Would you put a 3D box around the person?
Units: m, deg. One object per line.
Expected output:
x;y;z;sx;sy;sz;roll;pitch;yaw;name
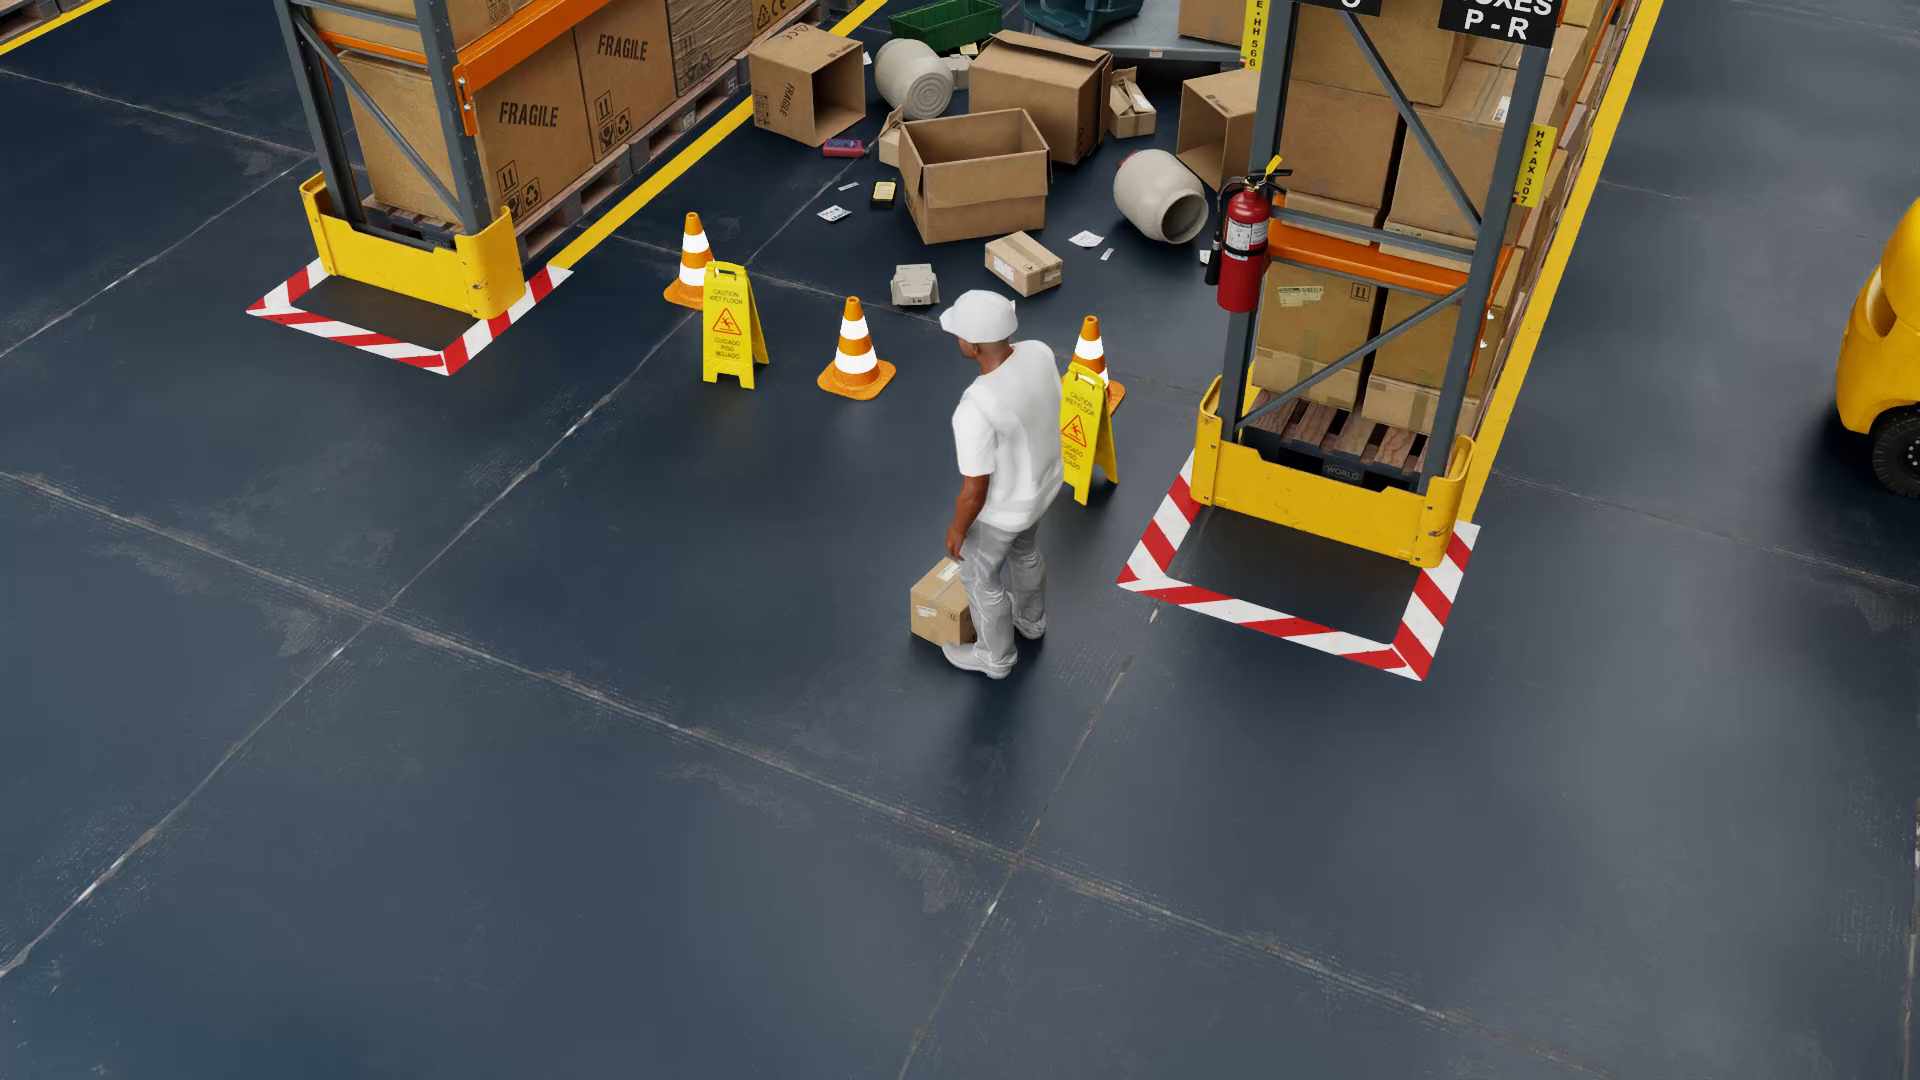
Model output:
0.147;-0.196;6.366;0.457;1.760;0.635;24;47;24;person
